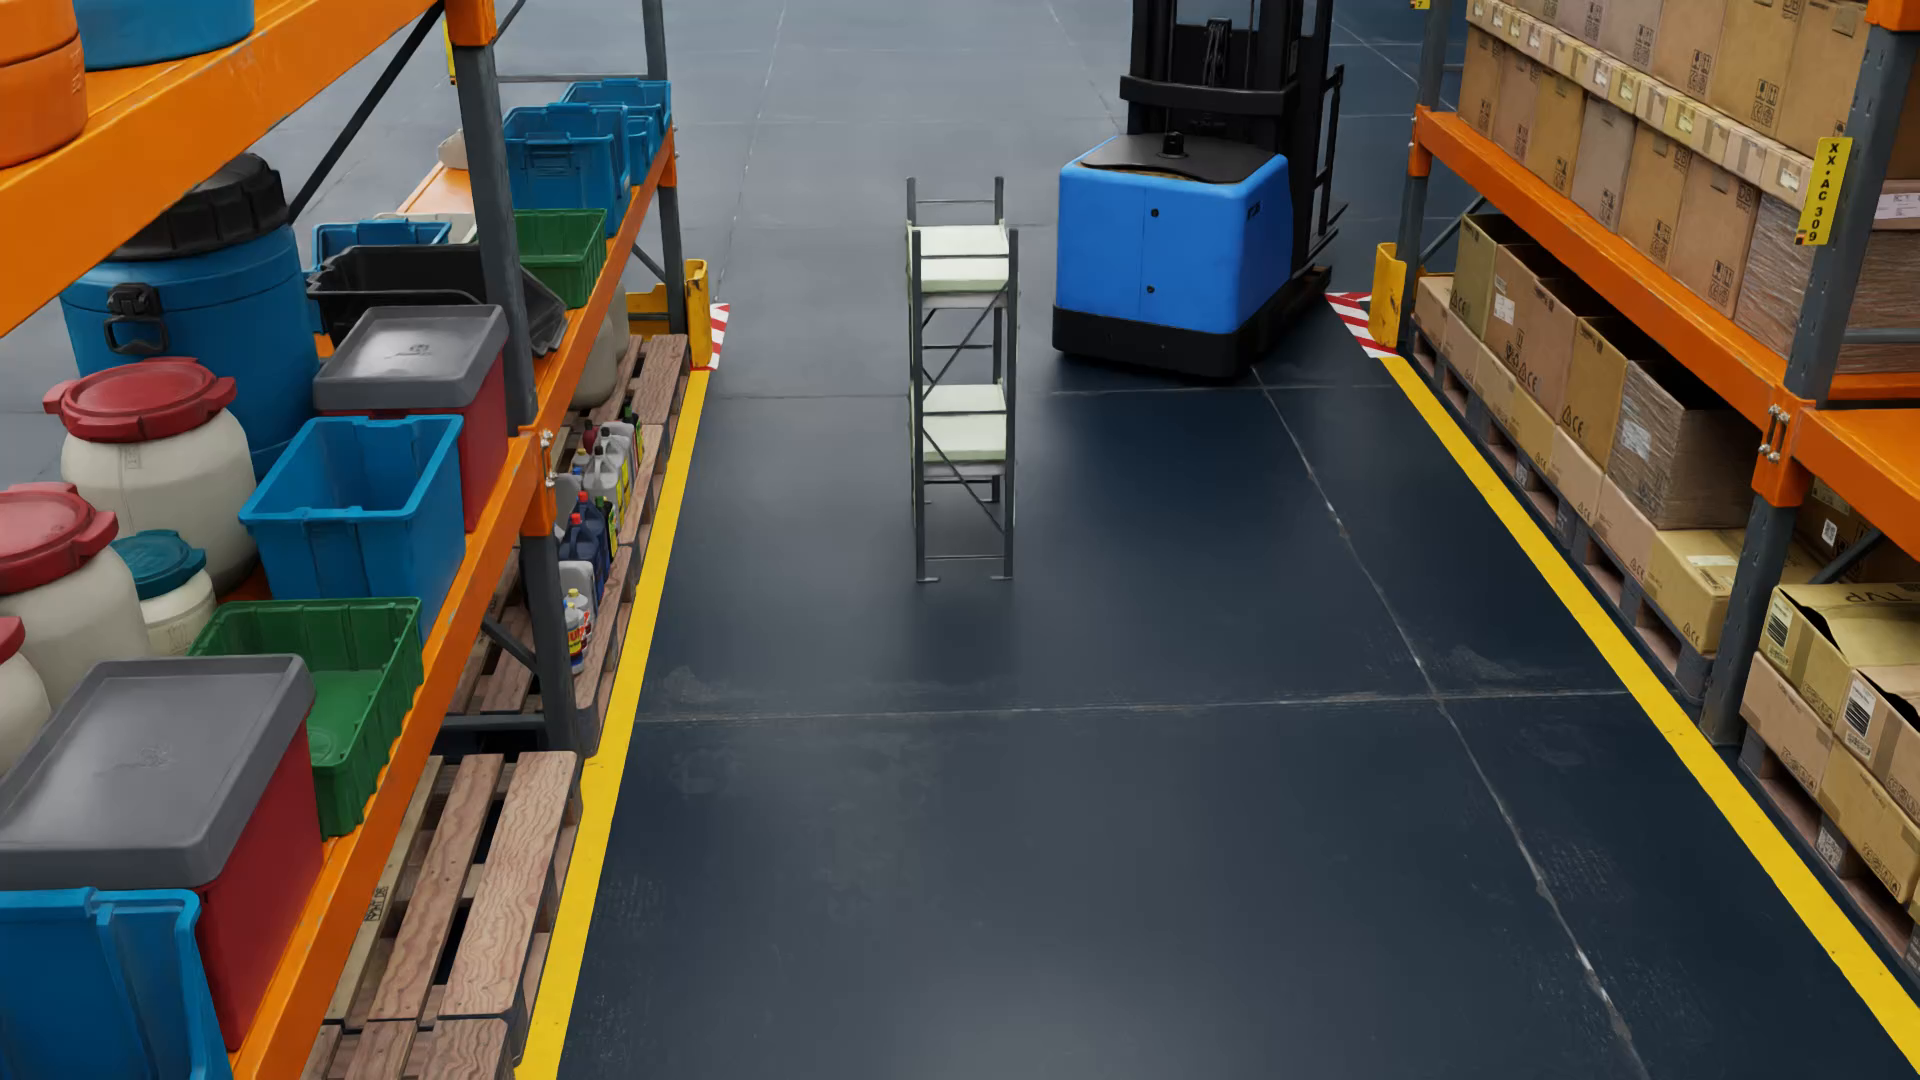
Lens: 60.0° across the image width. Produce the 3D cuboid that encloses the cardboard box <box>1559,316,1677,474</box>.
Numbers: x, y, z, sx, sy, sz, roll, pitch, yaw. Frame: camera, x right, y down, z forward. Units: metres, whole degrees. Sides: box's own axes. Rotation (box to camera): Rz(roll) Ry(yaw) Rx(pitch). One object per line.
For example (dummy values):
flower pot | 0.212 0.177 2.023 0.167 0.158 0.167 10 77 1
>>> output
cardboard box | 2.857 -0.610 6.885 0.500 0.500 0.500 -1 28 -3

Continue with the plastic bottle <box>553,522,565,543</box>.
plastic bottle | -1.559 0.046 6.393 0.097 0.271 0.097 0 28 0

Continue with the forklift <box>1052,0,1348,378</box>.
forklift | 1.613 -2.804 9.456 1.130 2.935 3.031 13 30 23

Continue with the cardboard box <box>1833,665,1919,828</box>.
cardboard box | 2.937 0.573 4.821 0.500 0.311 0.500 -2 28 -3

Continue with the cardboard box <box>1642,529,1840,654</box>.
cardboard box | 2.901 0.184 6.172 0.500 0.250 0.500 -1 28 -3

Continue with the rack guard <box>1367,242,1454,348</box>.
rack guard | 2.933 -1.390 9.374 1.175 0.500 0.348 -1 28 -3

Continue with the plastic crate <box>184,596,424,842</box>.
plastic crate | -1.430 0.369 3.527 0.450 0.188 0.662 -1 28 -3

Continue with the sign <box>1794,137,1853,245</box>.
sign | 2.589 -1.045 4.988 0.100 0.325 0.005 -1 28 -3

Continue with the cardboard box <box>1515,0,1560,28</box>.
cardboard box | 2.982 -2.624 7.526 0.700 0.500 0.500 -2 28 -4

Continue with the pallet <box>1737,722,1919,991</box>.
pallet | 3.221 0.936 5.228 1.003 0.211 1.213 -1 28 -3

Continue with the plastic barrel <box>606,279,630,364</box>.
plastic barrel | -1.901 -1.150 8.448 0.421 0.512 0.421 0 28 0

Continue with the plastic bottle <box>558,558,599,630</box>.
plastic bottle | -1.426 0.184 6.123 0.152 0.276 0.135 0 28 -1

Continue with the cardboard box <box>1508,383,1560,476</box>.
cardboard box | 2.817 -0.508 7.500 0.500 0.250 0.500 -1 28 -3

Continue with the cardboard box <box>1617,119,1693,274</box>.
cardboard box | 3.058 -1.364 6.514 0.700 0.500 0.500 -1 28 -2

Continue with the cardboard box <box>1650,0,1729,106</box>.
cardboard box | 3.061 -1.929 6.194 0.700 0.500 0.500 -1 28 -3

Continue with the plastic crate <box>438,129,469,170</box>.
plastic crate | -2.287 -1.831 7.803 0.298 0.136 0.250 -1 28 -3

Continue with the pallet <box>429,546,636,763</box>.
pallet | -1.797 0.403 6.249 1.003 0.211 1.213 -1 28 -3

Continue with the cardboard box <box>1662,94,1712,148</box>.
cardboard box | 2.864 -1.562 6.192 0.380 0.149 0.250 -2 28 -3

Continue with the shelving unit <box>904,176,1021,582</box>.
shelving unit | 0.000 -0.668 6.909 0.431 1.500 0.755 -1 28 -3

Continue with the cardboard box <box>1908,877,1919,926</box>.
cardboard box | 2.972 1.061 4.492 0.500 0.250 0.500 -2 28 -4

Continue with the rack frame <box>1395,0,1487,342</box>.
rack frame | 2.935 -2.487 8.775 1.000 3.000 0.127 -1 28 -3

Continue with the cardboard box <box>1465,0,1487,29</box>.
cardboard box | 2.740 -2.633 8.244 0.380 0.149 0.250 -2 28 -3

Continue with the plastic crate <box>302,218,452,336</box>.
plastic crate | -2.132 -0.961 6.009 0.499 0.251 0.616 -1 28 -3

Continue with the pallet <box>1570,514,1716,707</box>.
pallet | 3.144 0.228 6.584 1.003 0.211 1.213 -1 28 -3

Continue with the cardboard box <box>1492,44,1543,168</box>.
cardboard box | 2.979 -2.073 7.873 0.700 0.500 0.500 -1 28 -1

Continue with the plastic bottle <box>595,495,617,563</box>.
plastic bottle | -1.408 -0.060 6.583 0.061 0.283 0.133 0 28 0

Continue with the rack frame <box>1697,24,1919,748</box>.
rack frame | 3.144 -0.640 5.233 1.000 3.000 0.127 -1 28 -3

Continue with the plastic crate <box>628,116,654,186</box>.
plastic crate | -1.659 -1.779 7.579 0.499 0.251 0.408 -1 28 -3

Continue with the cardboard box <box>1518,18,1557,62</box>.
cardboard box | 2.779 -2.279 7.566 0.380 0.149 0.250 -2 28 -3

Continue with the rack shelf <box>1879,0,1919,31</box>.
rack shelf | 3.248 -0.727 2.935 1.077 0.370 4.000 -1 28 -3

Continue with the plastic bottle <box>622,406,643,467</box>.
plastic bottle | -1.454 -0.469 7.367 0.061 0.283 0.133 -1 28 -1

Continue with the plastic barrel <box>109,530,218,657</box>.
plastic barrel | -1.887 0.154 3.860 0.301 0.262 0.301 0 28 0

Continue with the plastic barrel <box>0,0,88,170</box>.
plastic barrel | -1.455 -0.882 1.989 0.600 0.830 0.708 -1 28 -3

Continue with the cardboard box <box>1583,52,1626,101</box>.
cardboard box | 2.820 -1.923 6.883 0.380 0.149 0.250 -1 28 -2

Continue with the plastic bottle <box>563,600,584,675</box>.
plastic bottle | -1.382 0.335 5.839 0.097 0.271 0.097 0 28 0

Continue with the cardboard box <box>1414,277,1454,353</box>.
cardboard box | 2.741 -1.201 8.829 0.500 0.250 0.500 -1 28 -3

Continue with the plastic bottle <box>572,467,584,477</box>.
plastic bottle | -1.591 -0.205 6.950 0.097 0.201 0.097 0 28 0

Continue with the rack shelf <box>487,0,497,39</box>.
rack shelf | -1.908 -2.457 6.251 1.077 0.370 4.000 -1 28 -3

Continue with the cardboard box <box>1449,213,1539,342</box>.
cardboard box | 2.769 -1.303 8.213 0.500 0.500 0.500 -1 28 -3

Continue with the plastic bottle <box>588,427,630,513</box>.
plastic bottle | -1.473 -0.295 6.960 0.144 0.351 0.185 0 28 -1

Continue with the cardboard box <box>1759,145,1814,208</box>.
cardboard box | 2.905 -1.206 5.510 0.380 0.149 0.250 -2 28 -4

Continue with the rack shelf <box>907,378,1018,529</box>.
rack shelf | 0.000 -0.379 7.060 0.431 0.370 0.720 -1 28 -3

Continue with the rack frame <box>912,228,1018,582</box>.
rack frame | 0.019 -0.499 6.585 0.400 1.500 0.023 -1 28 -3
